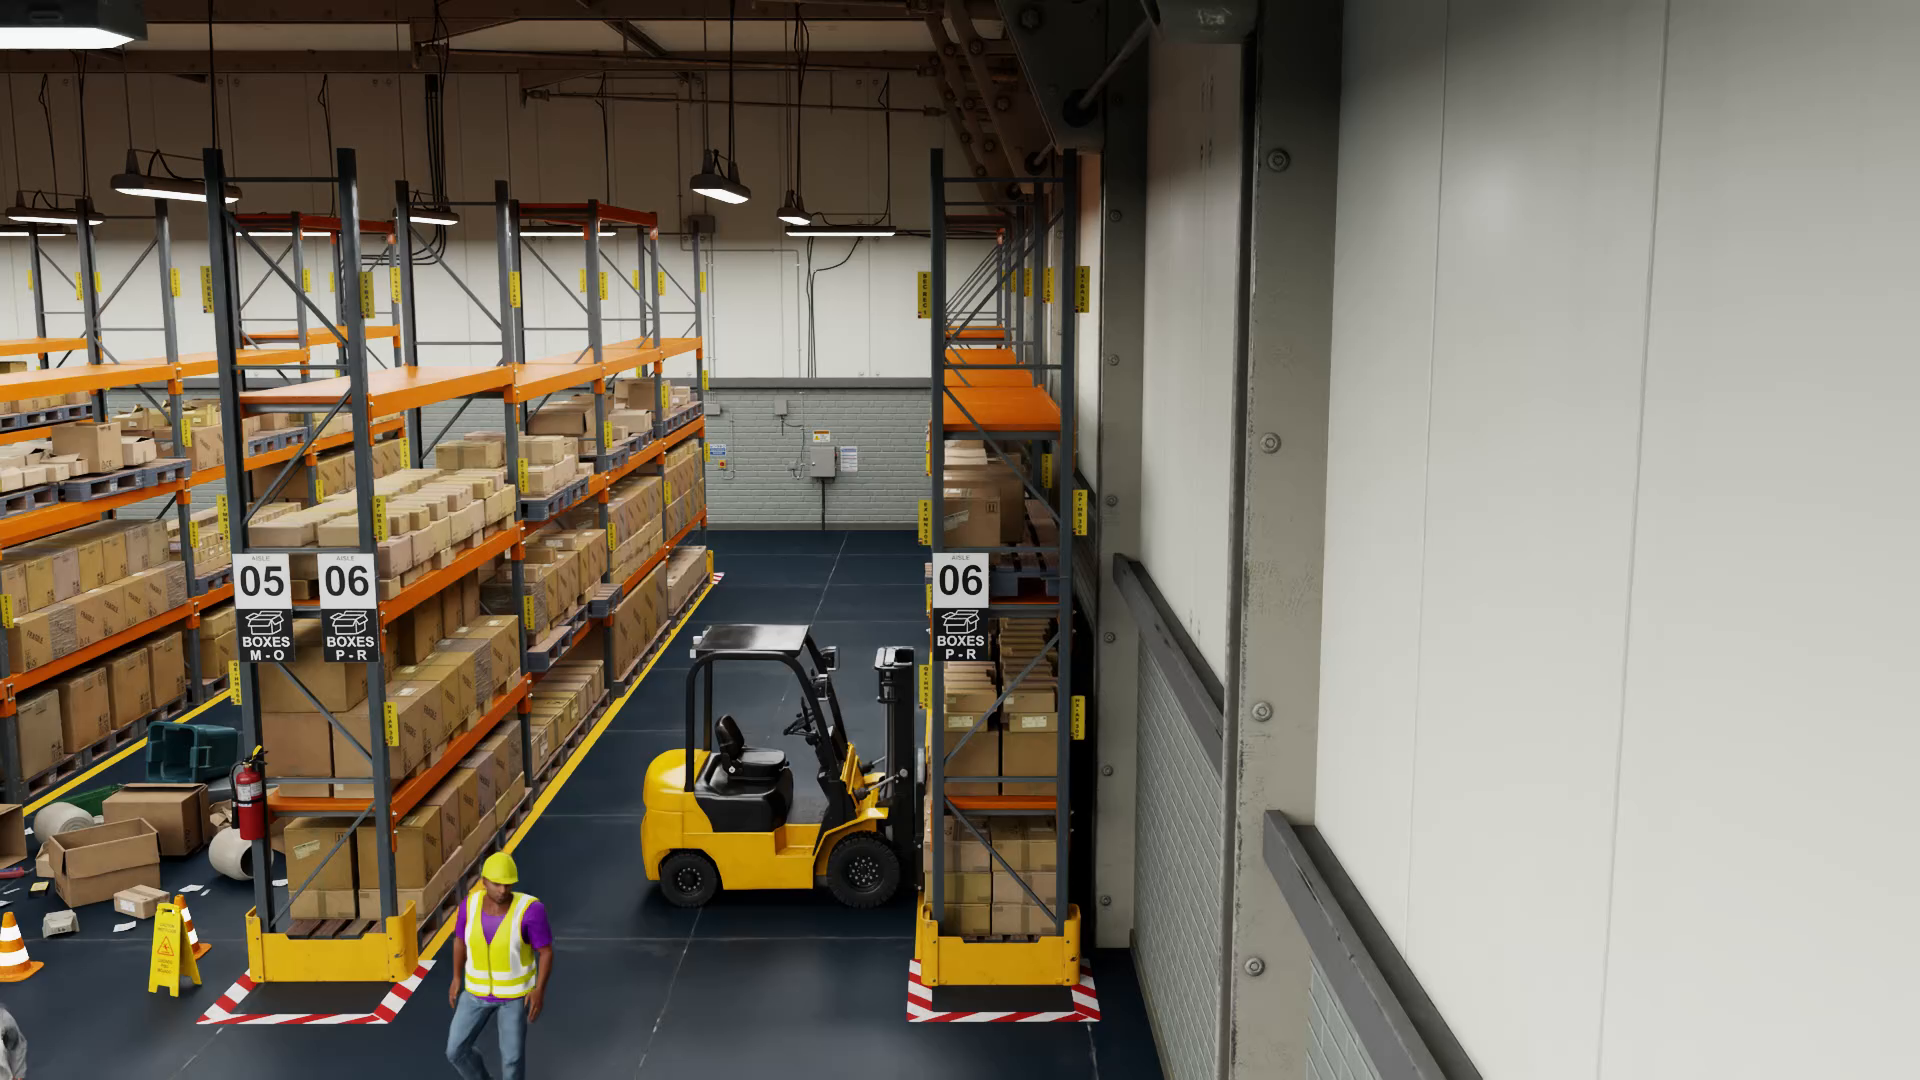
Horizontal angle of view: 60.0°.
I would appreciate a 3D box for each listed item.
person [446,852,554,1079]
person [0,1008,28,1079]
[{"bbox_3d":[-2.840,2.724,10.053,0.795,1.735,0.567,1,9,5],"label":"person"},{"bbox_3d":[-5.162,2.975,8.606,0.659,1.725,0.753,-8,12,-40],"label":"person"}]
